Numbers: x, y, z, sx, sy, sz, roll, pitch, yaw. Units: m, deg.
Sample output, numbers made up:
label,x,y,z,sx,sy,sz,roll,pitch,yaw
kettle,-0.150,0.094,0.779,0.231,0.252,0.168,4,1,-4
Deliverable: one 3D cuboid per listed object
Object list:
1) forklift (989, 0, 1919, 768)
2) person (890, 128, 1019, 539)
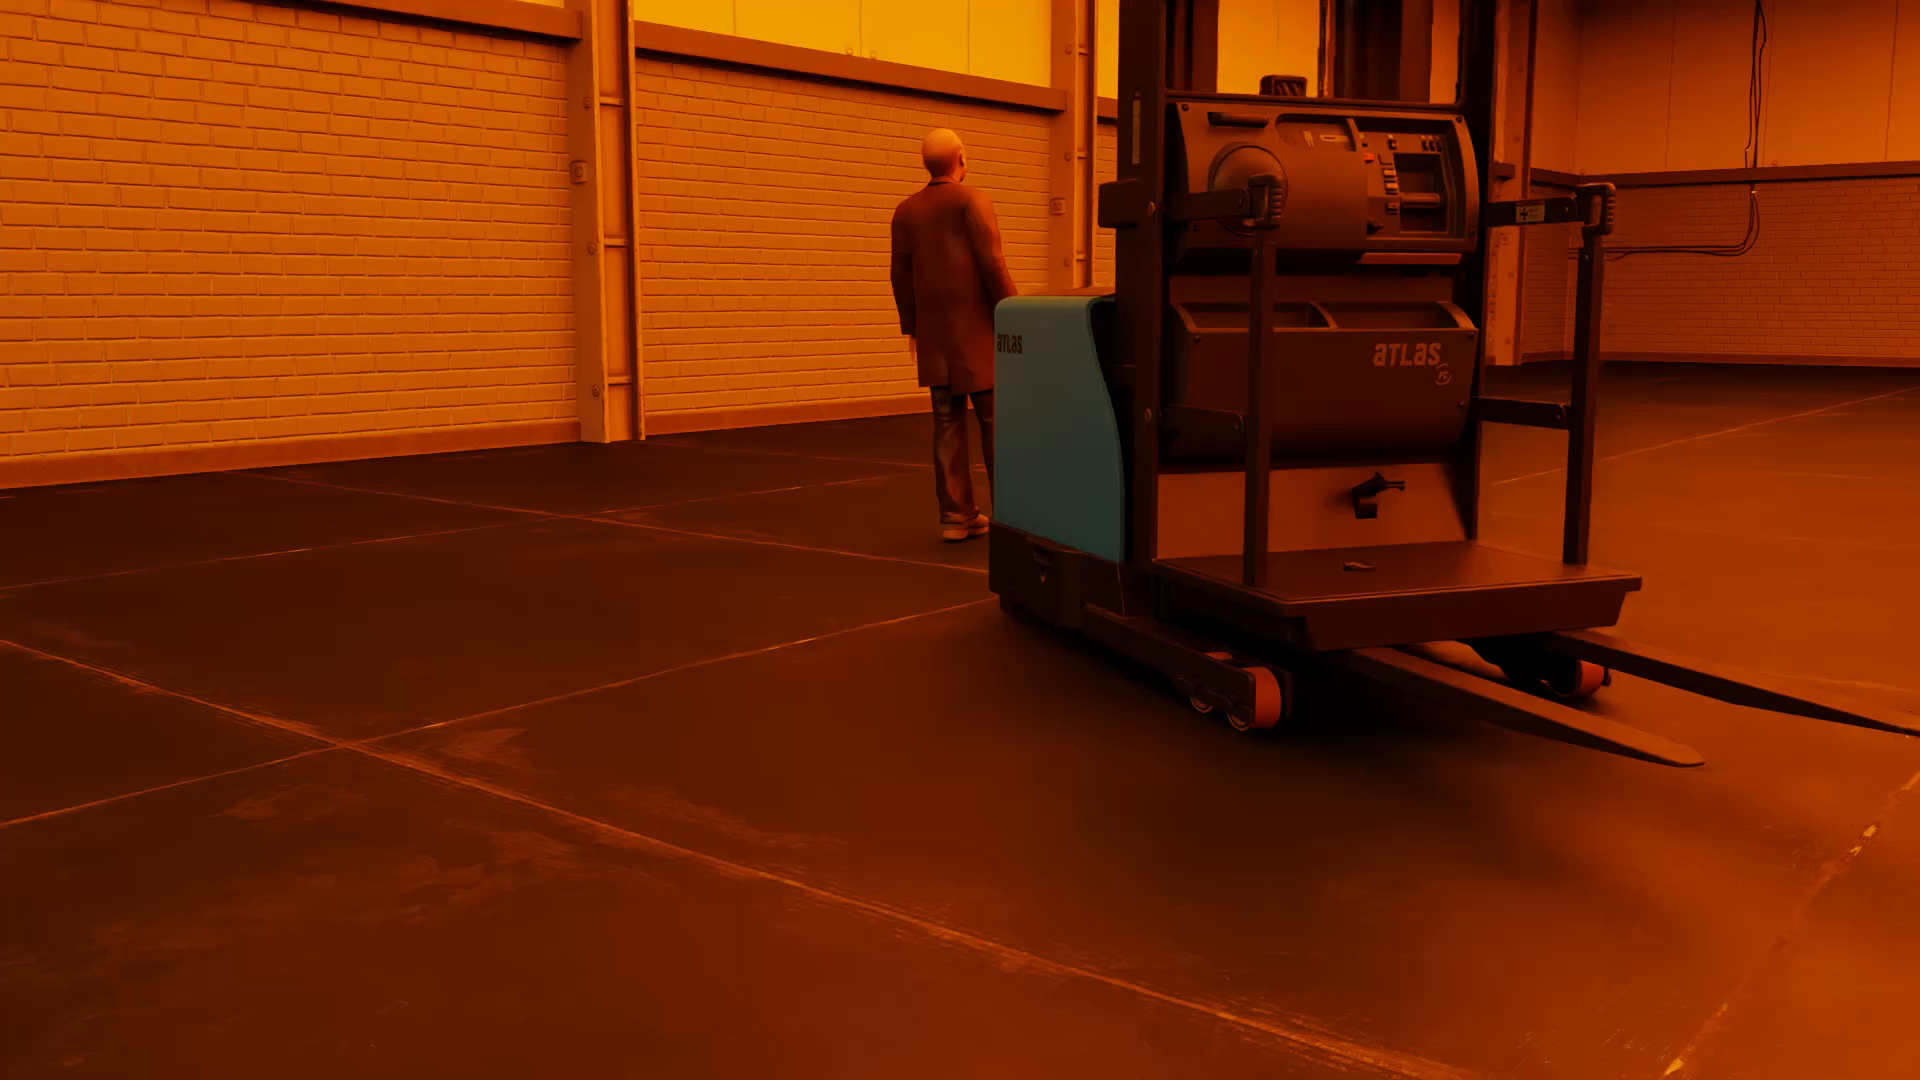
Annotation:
label,x,y,z,sx,sy,sz,roll,pitch,yaw
forklift,1.098,-1.040,4.387,1.130,2.935,3.031,-3,9,-21
person,0.061,-0.897,7.344,0.698,1.778,0.579,7,11,38
